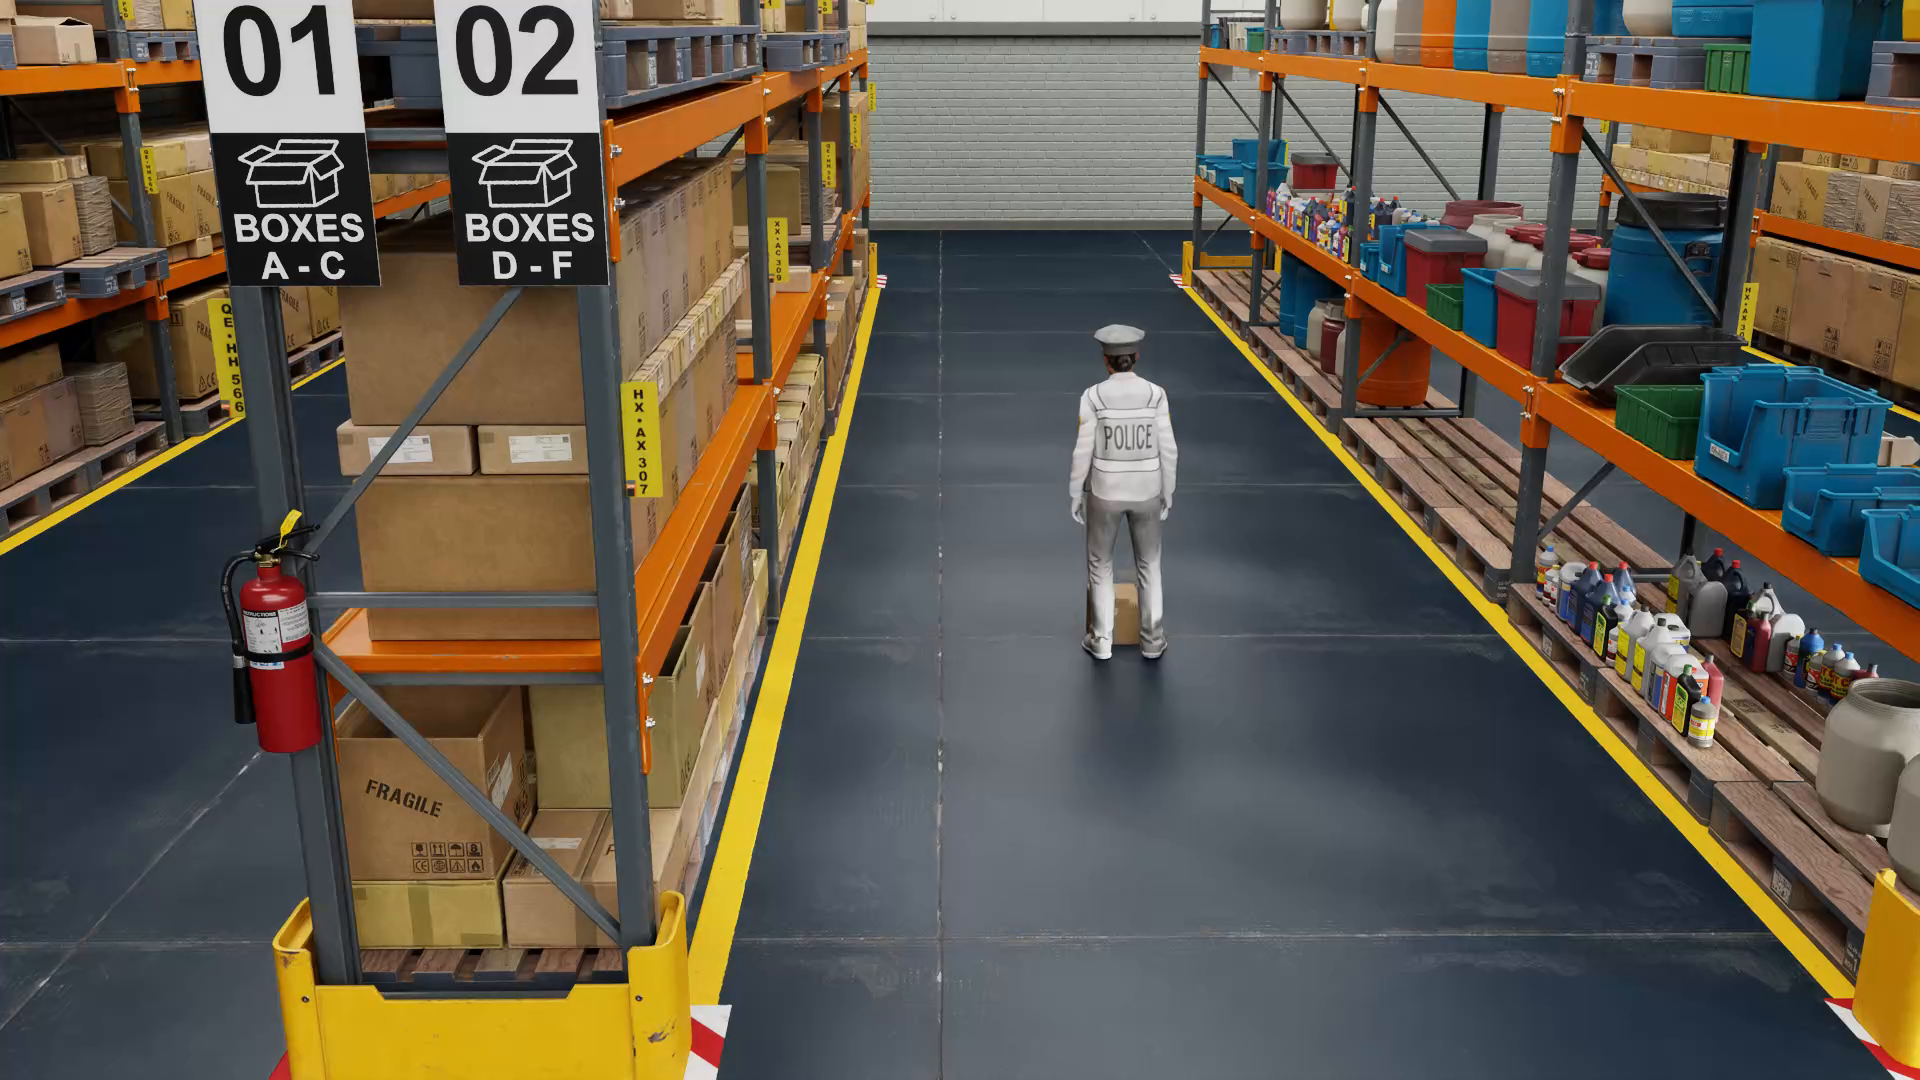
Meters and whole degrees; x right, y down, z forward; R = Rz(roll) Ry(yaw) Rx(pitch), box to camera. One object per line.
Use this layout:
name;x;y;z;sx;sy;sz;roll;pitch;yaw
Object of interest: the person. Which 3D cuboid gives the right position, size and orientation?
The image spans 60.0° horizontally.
person;0.805;-0.216;8.237;0.540;1.662;0.374;-1;17;-4
